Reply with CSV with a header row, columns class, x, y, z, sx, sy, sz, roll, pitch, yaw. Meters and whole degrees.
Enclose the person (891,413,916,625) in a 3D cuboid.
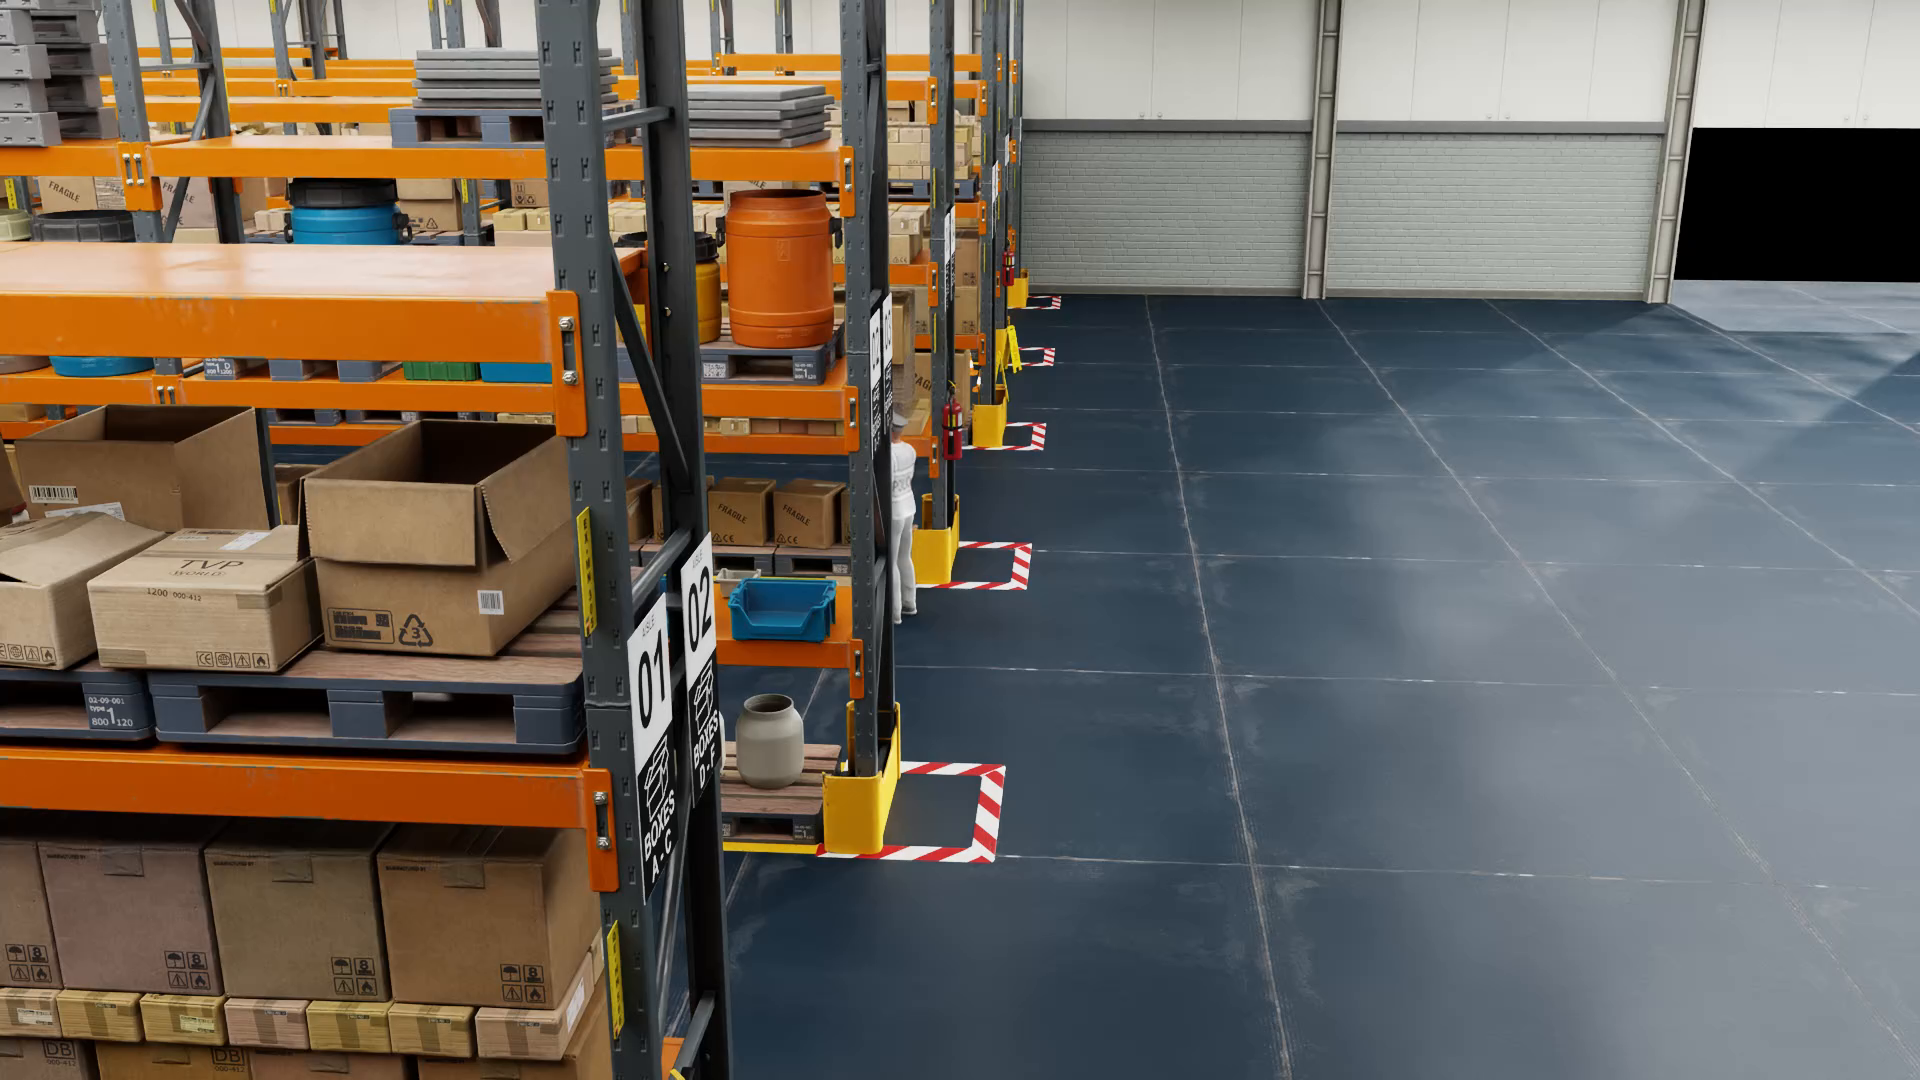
class,x,y,z,sx,sy,sz,roll,pitch,yaw
person,-0.589,-0.192,13.623,0.394,1.768,0.525,8,19,25
